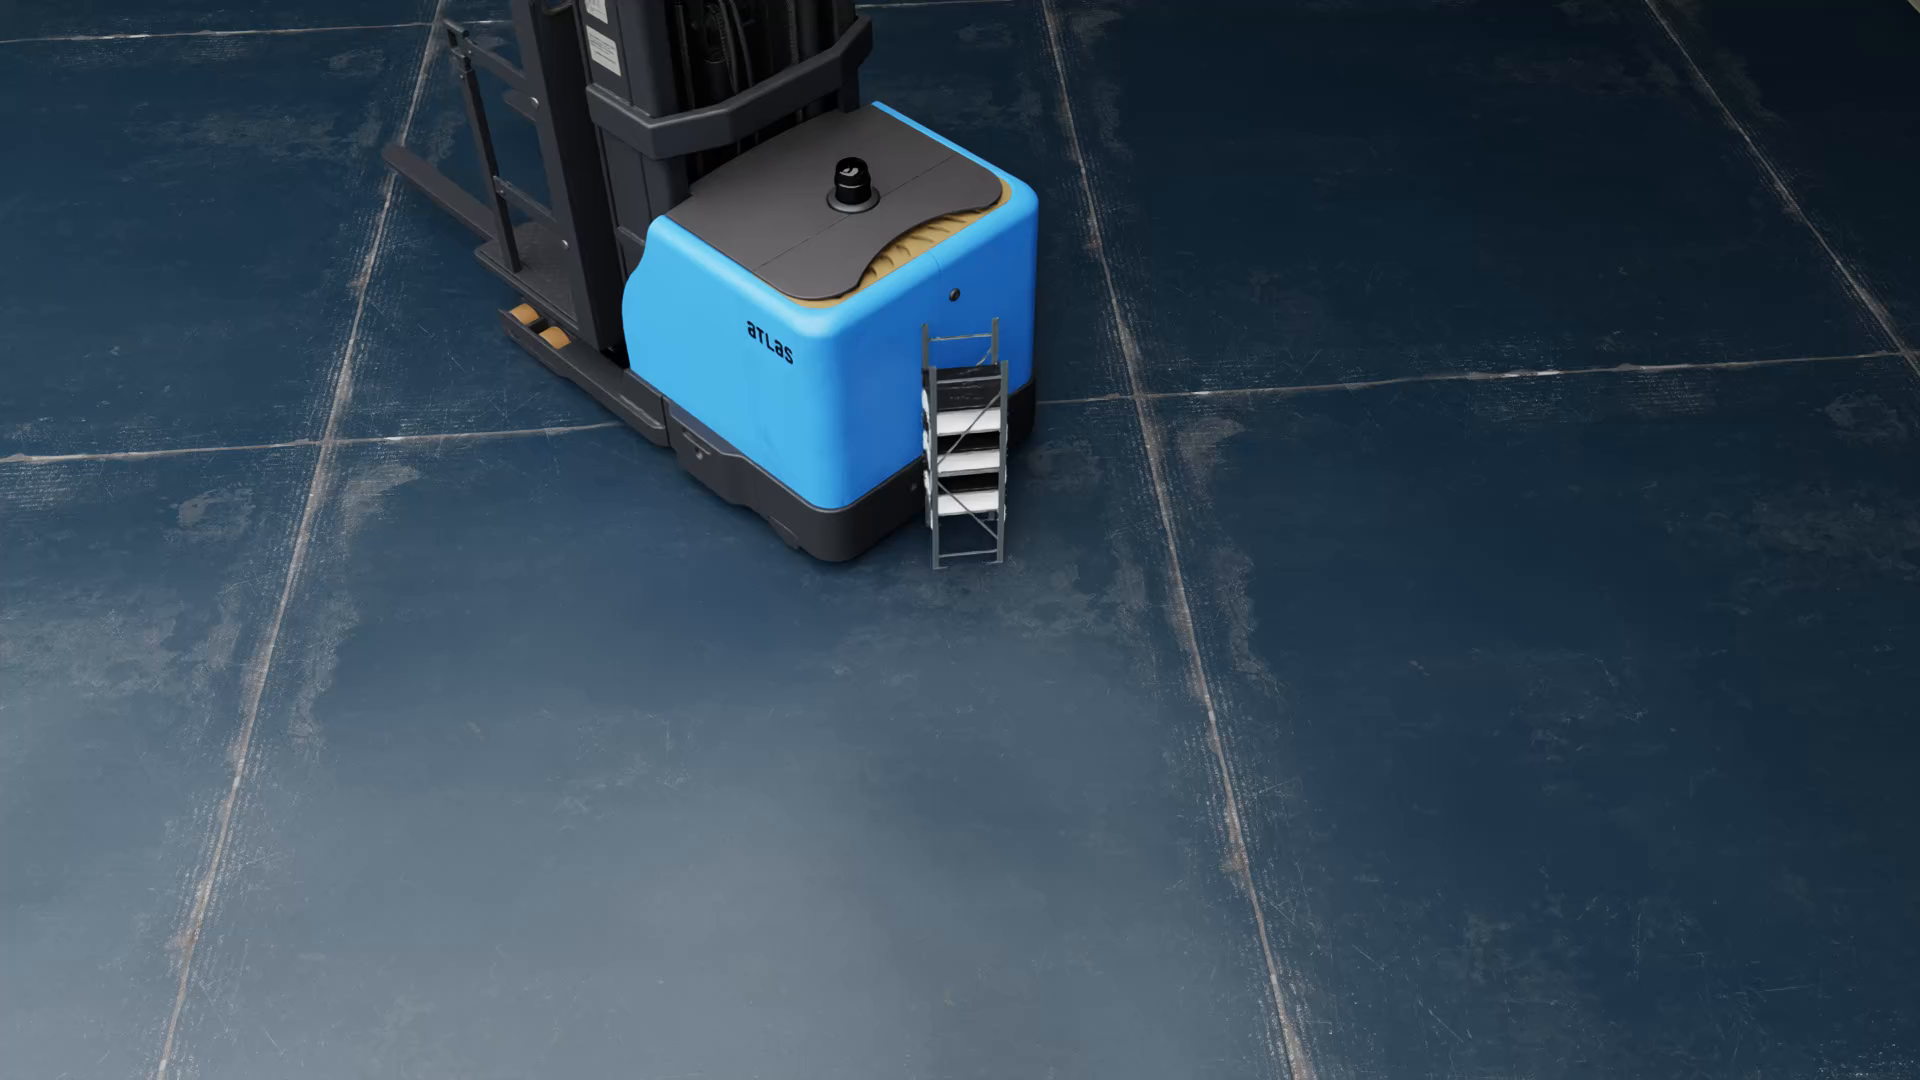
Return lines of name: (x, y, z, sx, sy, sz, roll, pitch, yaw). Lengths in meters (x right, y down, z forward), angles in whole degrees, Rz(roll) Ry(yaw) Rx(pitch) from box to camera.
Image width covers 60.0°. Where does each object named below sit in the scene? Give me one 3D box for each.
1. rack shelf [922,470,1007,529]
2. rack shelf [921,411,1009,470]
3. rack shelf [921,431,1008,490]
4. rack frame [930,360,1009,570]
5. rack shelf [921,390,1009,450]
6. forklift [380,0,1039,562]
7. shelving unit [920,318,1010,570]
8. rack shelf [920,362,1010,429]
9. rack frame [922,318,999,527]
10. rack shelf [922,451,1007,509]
rack shelf: (0.014, -0.148, 5.564, 0.258, 0.077, 0.200, -6, 47, -5)
rack shelf: (0.014, -0.334, 5.368, 0.258, 0.077, 0.200, -6, 47, -5)
rack shelf: (0.014, -0.272, 5.433, 0.258, 0.077, 0.200, -6, 47, -5)
rack frame: (0.028, -0.222, 5.340, 0.240, 0.900, 0.006, -6, 47, -5)
rack shelf: (0.014, -0.396, 5.303, 0.258, 0.077, 0.200, -6, 47, -5)
forklift: (-1.131, -1.895, 5.526, 3.031, 2.935, 1.130, 36, 56, 29)
shelving unit: (0.014, -0.295, 5.409, 0.258, 0.900, 0.210, -6, 47, -5)
rack shelf: (0.014, -0.457, 5.237, 0.258, 0.077, 0.200, -6, 47, -5)
rack frame: (0.000, -0.368, 5.479, 0.240, 0.900, 0.006, -6, 47, -5)
rack shelf: (0.014, -0.210, 5.499, 0.258, 0.077, 0.200, -6, 47, -5)
